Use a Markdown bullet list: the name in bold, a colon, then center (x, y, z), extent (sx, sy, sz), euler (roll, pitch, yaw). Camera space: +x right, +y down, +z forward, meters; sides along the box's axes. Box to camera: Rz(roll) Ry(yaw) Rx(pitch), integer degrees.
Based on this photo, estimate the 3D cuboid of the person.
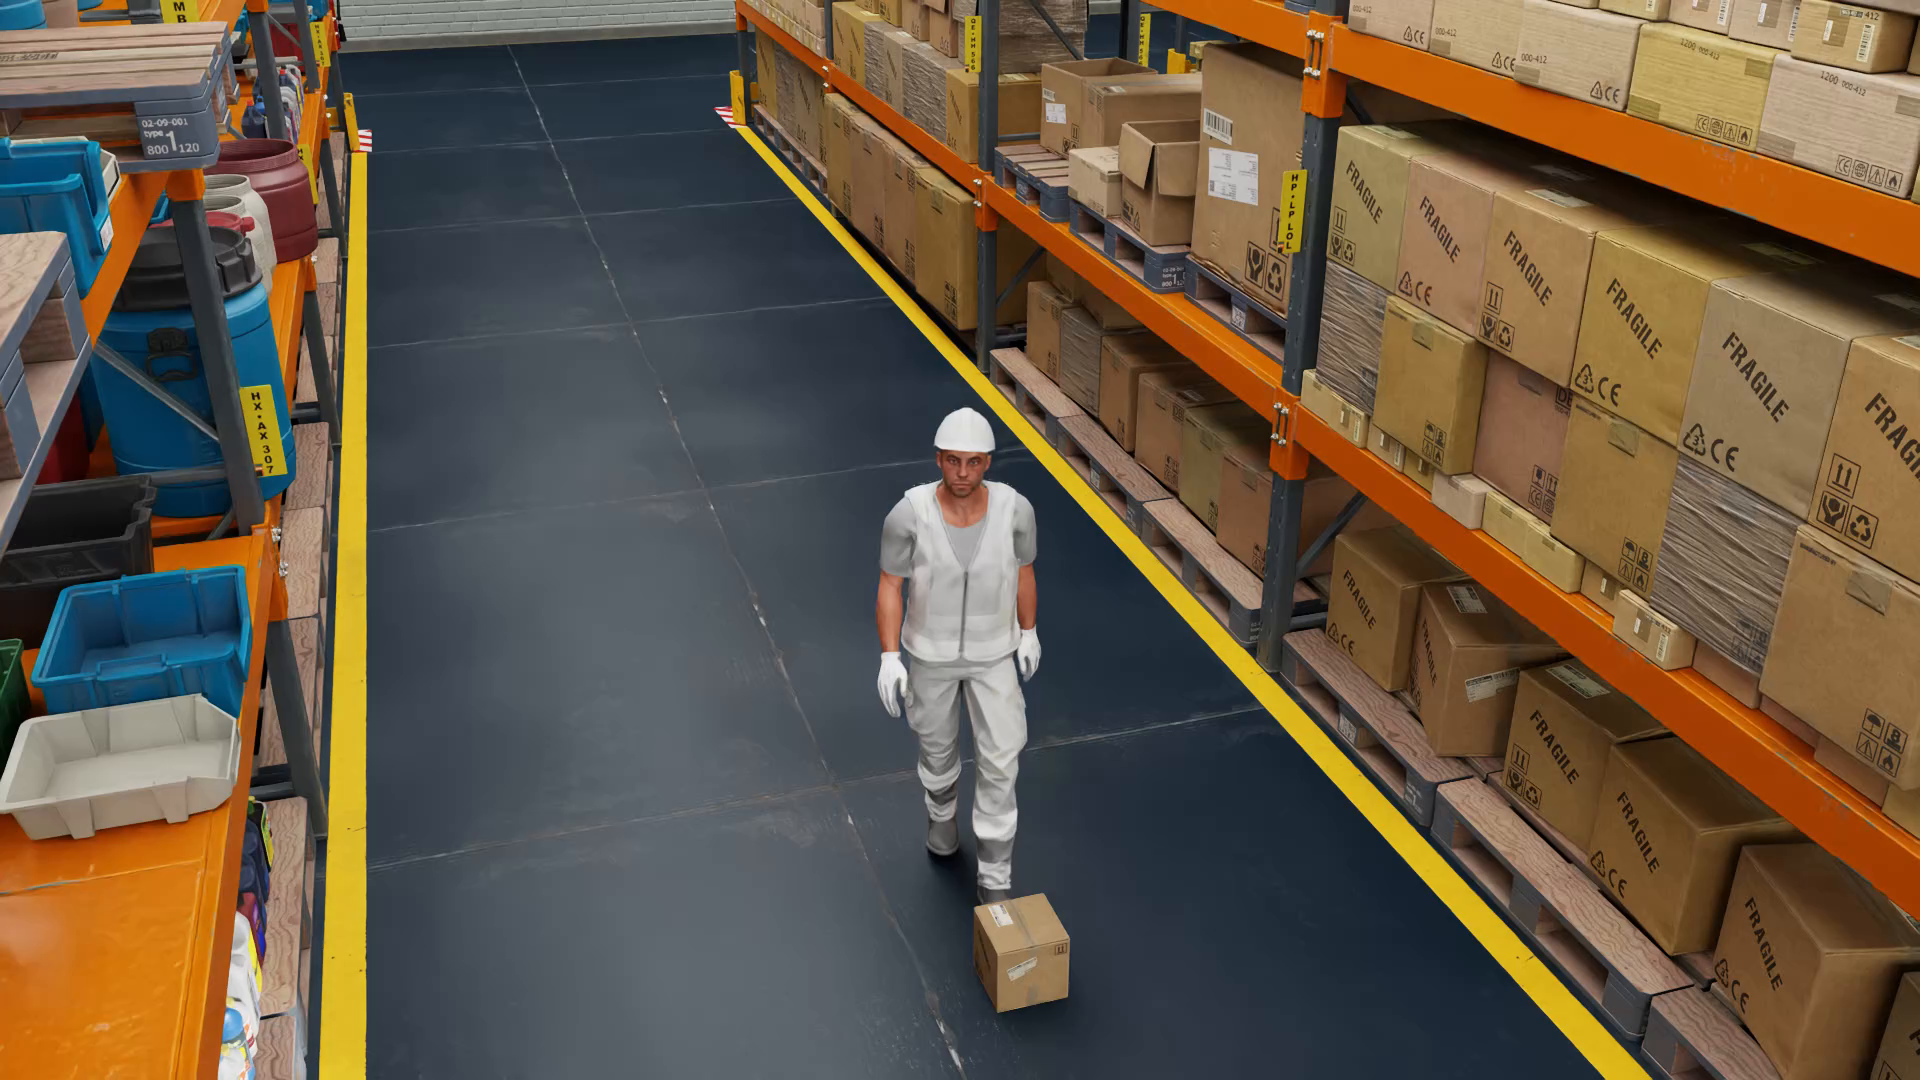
- **person**: center (0.006, 0.429, 5.647), extent (0.580, 1.761, 0.791), euler (-1, 26, -2)
